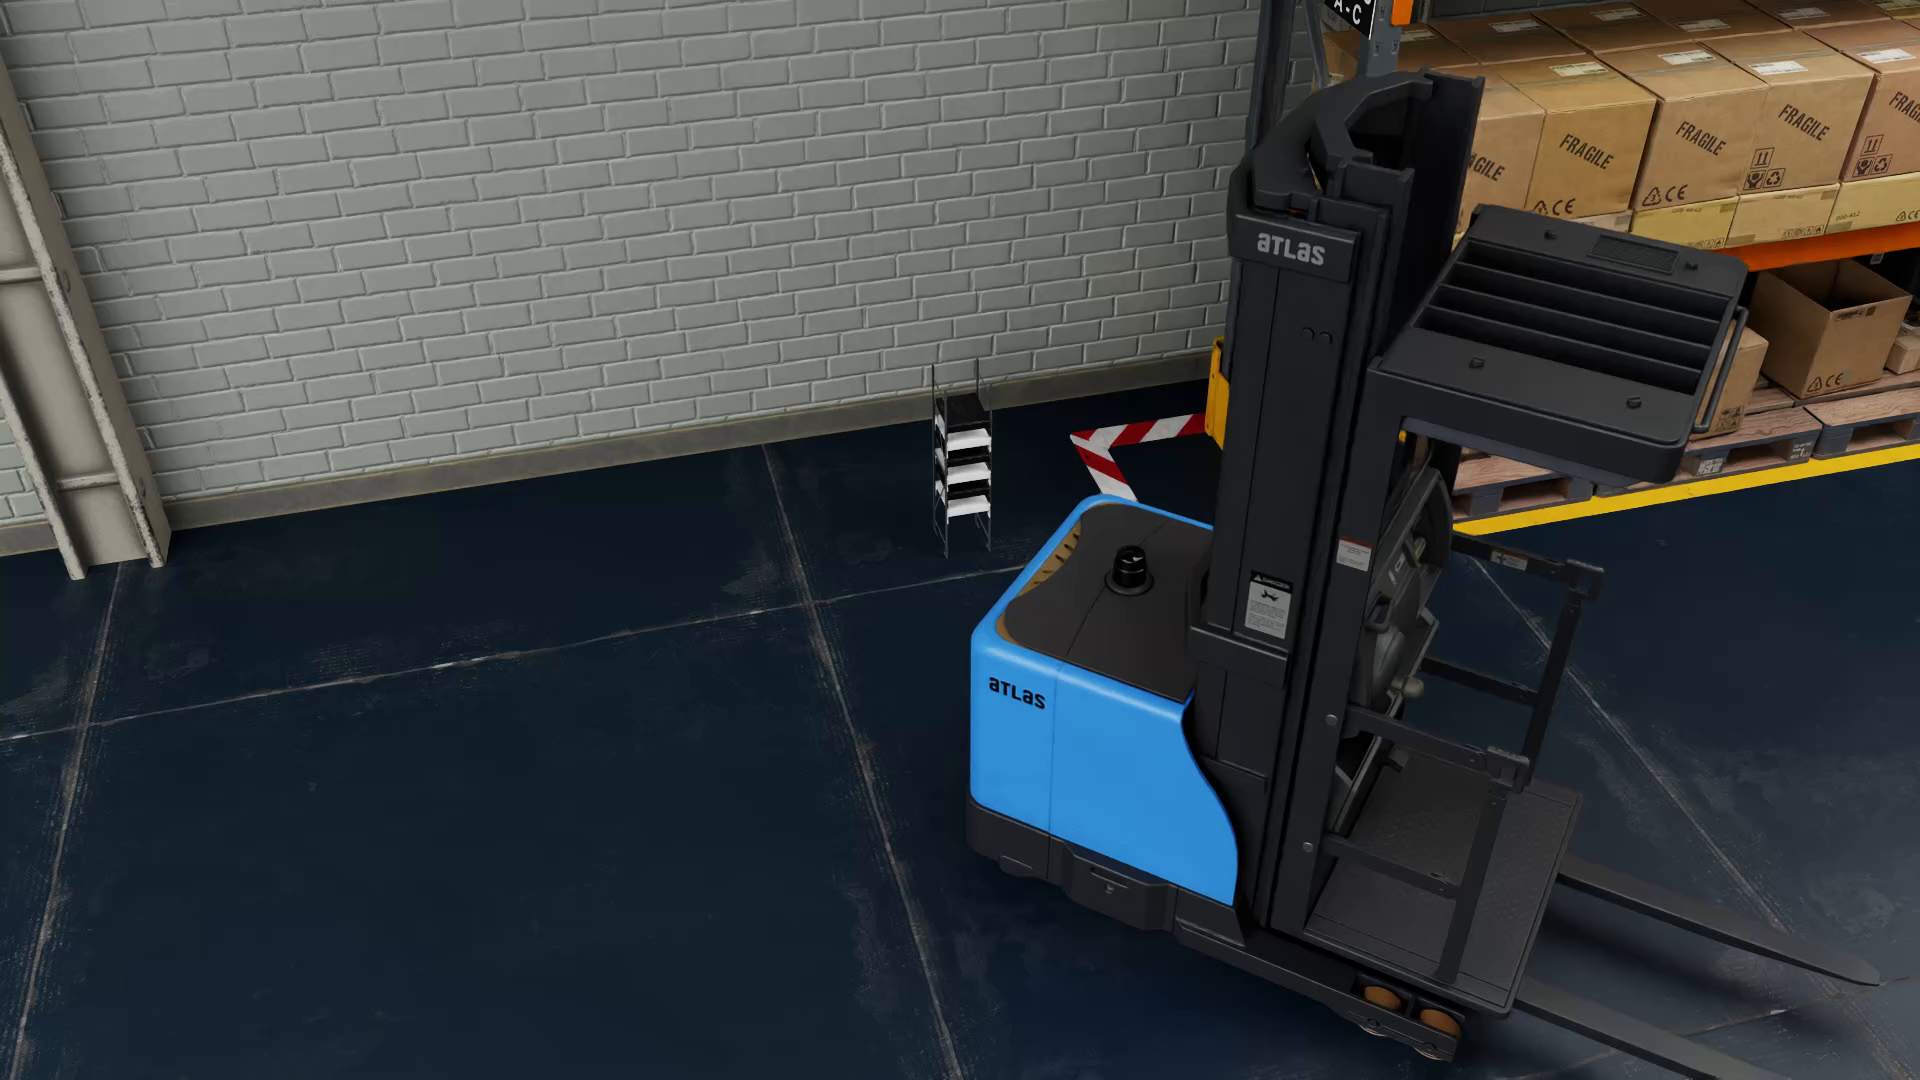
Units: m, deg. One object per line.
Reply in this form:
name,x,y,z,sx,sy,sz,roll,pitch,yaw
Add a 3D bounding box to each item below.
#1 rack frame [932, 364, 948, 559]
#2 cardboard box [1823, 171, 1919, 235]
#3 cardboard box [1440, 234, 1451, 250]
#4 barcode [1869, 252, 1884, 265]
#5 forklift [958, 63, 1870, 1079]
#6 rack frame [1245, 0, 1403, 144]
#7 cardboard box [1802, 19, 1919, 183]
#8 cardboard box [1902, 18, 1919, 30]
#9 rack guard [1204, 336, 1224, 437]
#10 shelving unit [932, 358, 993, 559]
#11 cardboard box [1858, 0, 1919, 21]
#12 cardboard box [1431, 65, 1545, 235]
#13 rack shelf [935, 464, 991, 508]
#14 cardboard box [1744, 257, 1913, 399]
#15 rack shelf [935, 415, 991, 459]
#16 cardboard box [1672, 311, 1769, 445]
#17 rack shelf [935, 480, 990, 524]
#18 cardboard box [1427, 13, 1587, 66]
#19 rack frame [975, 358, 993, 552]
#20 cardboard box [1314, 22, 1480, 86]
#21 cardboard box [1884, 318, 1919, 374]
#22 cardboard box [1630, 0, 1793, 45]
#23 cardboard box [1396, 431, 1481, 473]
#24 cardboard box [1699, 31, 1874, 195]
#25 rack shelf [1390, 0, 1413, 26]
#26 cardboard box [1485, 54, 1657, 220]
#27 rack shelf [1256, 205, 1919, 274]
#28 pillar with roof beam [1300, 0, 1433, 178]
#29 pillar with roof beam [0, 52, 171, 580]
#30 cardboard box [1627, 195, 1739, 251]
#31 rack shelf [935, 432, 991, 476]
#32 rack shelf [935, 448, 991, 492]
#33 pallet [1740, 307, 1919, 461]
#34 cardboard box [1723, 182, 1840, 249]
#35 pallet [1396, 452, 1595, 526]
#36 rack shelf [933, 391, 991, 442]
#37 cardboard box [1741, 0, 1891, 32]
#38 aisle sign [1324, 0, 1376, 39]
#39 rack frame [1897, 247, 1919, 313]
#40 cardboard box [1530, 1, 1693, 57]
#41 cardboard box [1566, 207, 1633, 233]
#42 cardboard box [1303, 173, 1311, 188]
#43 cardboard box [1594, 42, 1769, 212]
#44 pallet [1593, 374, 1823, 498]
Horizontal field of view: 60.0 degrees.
rack frame,-0.090,-0.343,7.457,0.006,0.900,0.240,-9,38,-12
cardboard box,3.997,-1.631,7.520,0.500,0.250,0.500,-10,38,-12
cardboard box,2.032,-1.304,7.092,0.500,0.250,0.500,-10,39,-13
barcode,4.756,-1.462,8.624,0.075,0.075,0.001,-9,38,-12
forklift,1.534,0.172,5.113,3.031,2.935,1.130,18,41,22
rack frame,1.479,-1.464,7.195,0.127,3.000,1.000,-9,38,-12
cardboard box,3.995,-1.932,7.296,0.500,0.500,0.500,-10,39,-13
cardboard box,4.484,-2.005,7.392,0.500,0.500,0.500,-10,38,-12
rack guard,1.552,-0.483,7.970,0.348,0.500,1.175,-9,38,-12
shelving unit,0.008,-0.359,7.478,0.210,0.900,0.258,-9,38,-12
cardboard box,4.332,-2.312,7.794,0.500,0.500,0.500,-10,38,-12
cardboard box,2.018,-1.610,6.875,0.500,0.500,0.500,-9,38,-12
rack shelf,0.008,-0.261,7.553,0.200,0.077,0.258,-9,38,-12
cardboard box,4.349,-1.092,8.404,0.500,0.500,0.500,-12,39,-15
rack shelf,0.008,-0.475,7.389,0.200,0.077,0.258,-9,38,-12
cardboard box,3.442,-0.880,8.127,0.500,0.500,0.700,-12,39,-15
rack shelf,0.008,-0.189,7.608,0.200,0.077,0.258,-9,38,-12
cardboard box,2.367,-1.984,7.364,0.500,0.500,0.500,-9,38,-11
rack frame,0.106,-0.375,7.499,0.006,0.900,0.240,-9,38,-12
cardboard box,1.878,-1.910,7.267,0.500,0.500,0.500,-10,38,-12
cardboard box,4.832,-1.045,8.617,0.250,0.166,0.380,-14,40,-18
cardboard box,3.351,-2.148,7.579,0.500,0.500,0.500,-9,38,-11
cardboard box,2.170,-0.628,7.953,0.500,0.311,0.500,-14,39,-17
cardboard box,3.493,-1.849,7.188,0.500,0.500,0.500,-8,38,-11
rack shelf,3.409,-2.687,6.917,4.000,0.370,1.077,-9,38,-12
cardboard box,2.498,-1.682,6.970,0.500,0.500,0.500,-9,38,-12
rack shelf,3.409,-1.495,7.828,4.000,0.370,1.077,-9,38,-12
pillar with roof beam,3.051,-1.940,2.880,0.400,9.000,9.100,-9,38,-12
pillar with roof beam,-2.741,-0.990,1.637,0.400,9.000,9.100,-9,38,-12
cardboard box,3.023,-1.471,7.312,0.500,0.250,0.500,-10,39,-13
rack shelf,0.008,-0.404,7.444,0.200,0.077,0.258,-9,38,-12
rack shelf,0.008,-0.332,7.499,0.200,0.077,0.258,-9,38,-12
pallet,4.701,-0.863,8.705,1.213,0.211,1.003,-9,38,-12
cardboard box,3.512,-1.550,7.415,0.500,0.250,0.500,-9,38,-12
pallet,2.345,-0.477,8.199,1.213,0.211,1.003,-9,38,-12
rack shelf,0.008,-0.547,7.334,0.200,0.077,0.258,-9,38,-12
cardboard box,3.849,-2.237,7.695,0.500,0.500,0.500,-8,38,-11
aisle sign,1.487,-2.309,6.160,0.004,0.787,0.394,-9,38,-12
rack frame,5.340,-2.098,8.023,0.127,3.000,1.000,-9,38,-12
cardboard box,2.865,-2.068,7.474,0.500,0.500,0.500,-10,39,-13
cardboard box,2.530,-1.394,7.211,0.500,0.250,0.500,-10,39,-13
cardboard box,1.879,-1.600,7.480,0.500,0.250,0.500,-9,38,-11
cardboard box,2.998,-1.760,7.072,0.500,0.500,0.500,-11,39,-13
pallet,3.521,-0.668,8.449,1.213,0.211,1.003,-9,38,-12
